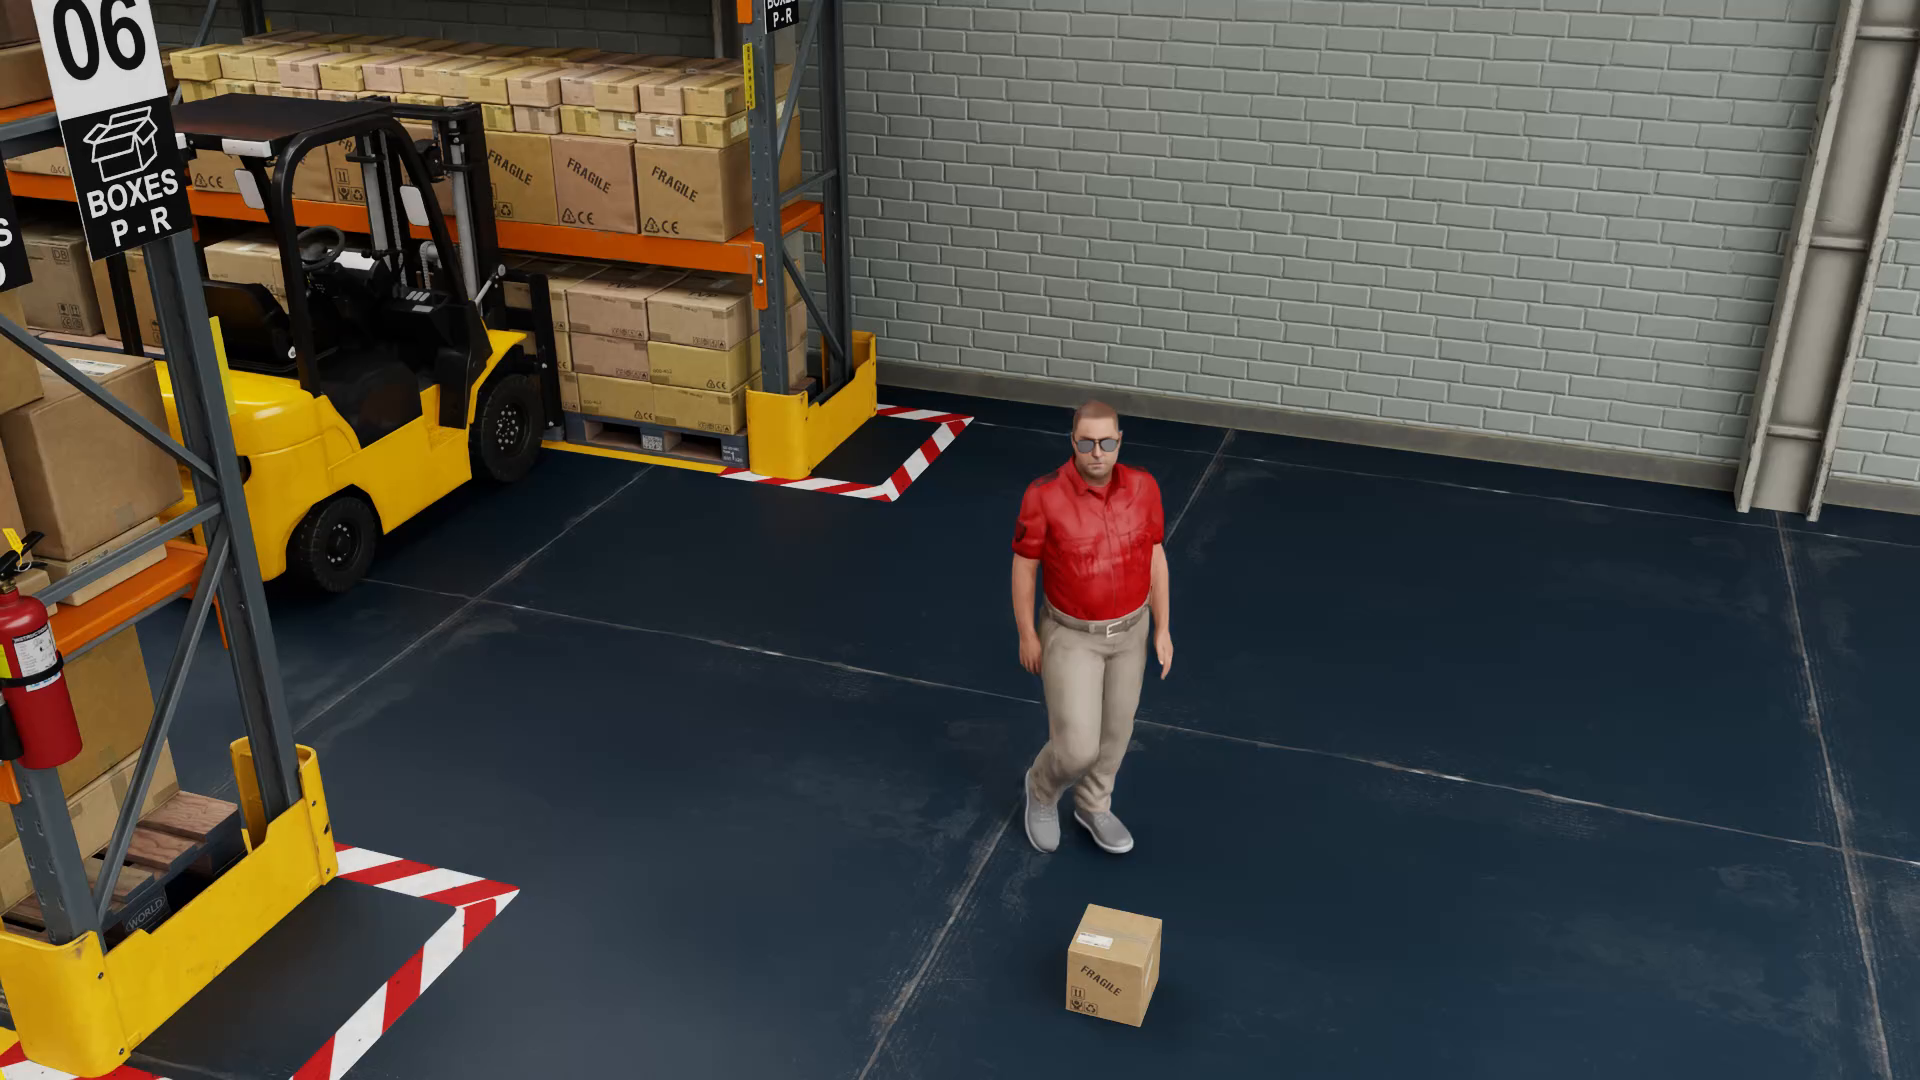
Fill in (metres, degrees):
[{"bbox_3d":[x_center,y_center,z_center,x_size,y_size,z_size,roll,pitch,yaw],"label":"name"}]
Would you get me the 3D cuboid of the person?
[{"bbox_3d":[0.502,0.382,5.835,0.544,1.767,0.447,-12,28,-23],"label":"person"}]
